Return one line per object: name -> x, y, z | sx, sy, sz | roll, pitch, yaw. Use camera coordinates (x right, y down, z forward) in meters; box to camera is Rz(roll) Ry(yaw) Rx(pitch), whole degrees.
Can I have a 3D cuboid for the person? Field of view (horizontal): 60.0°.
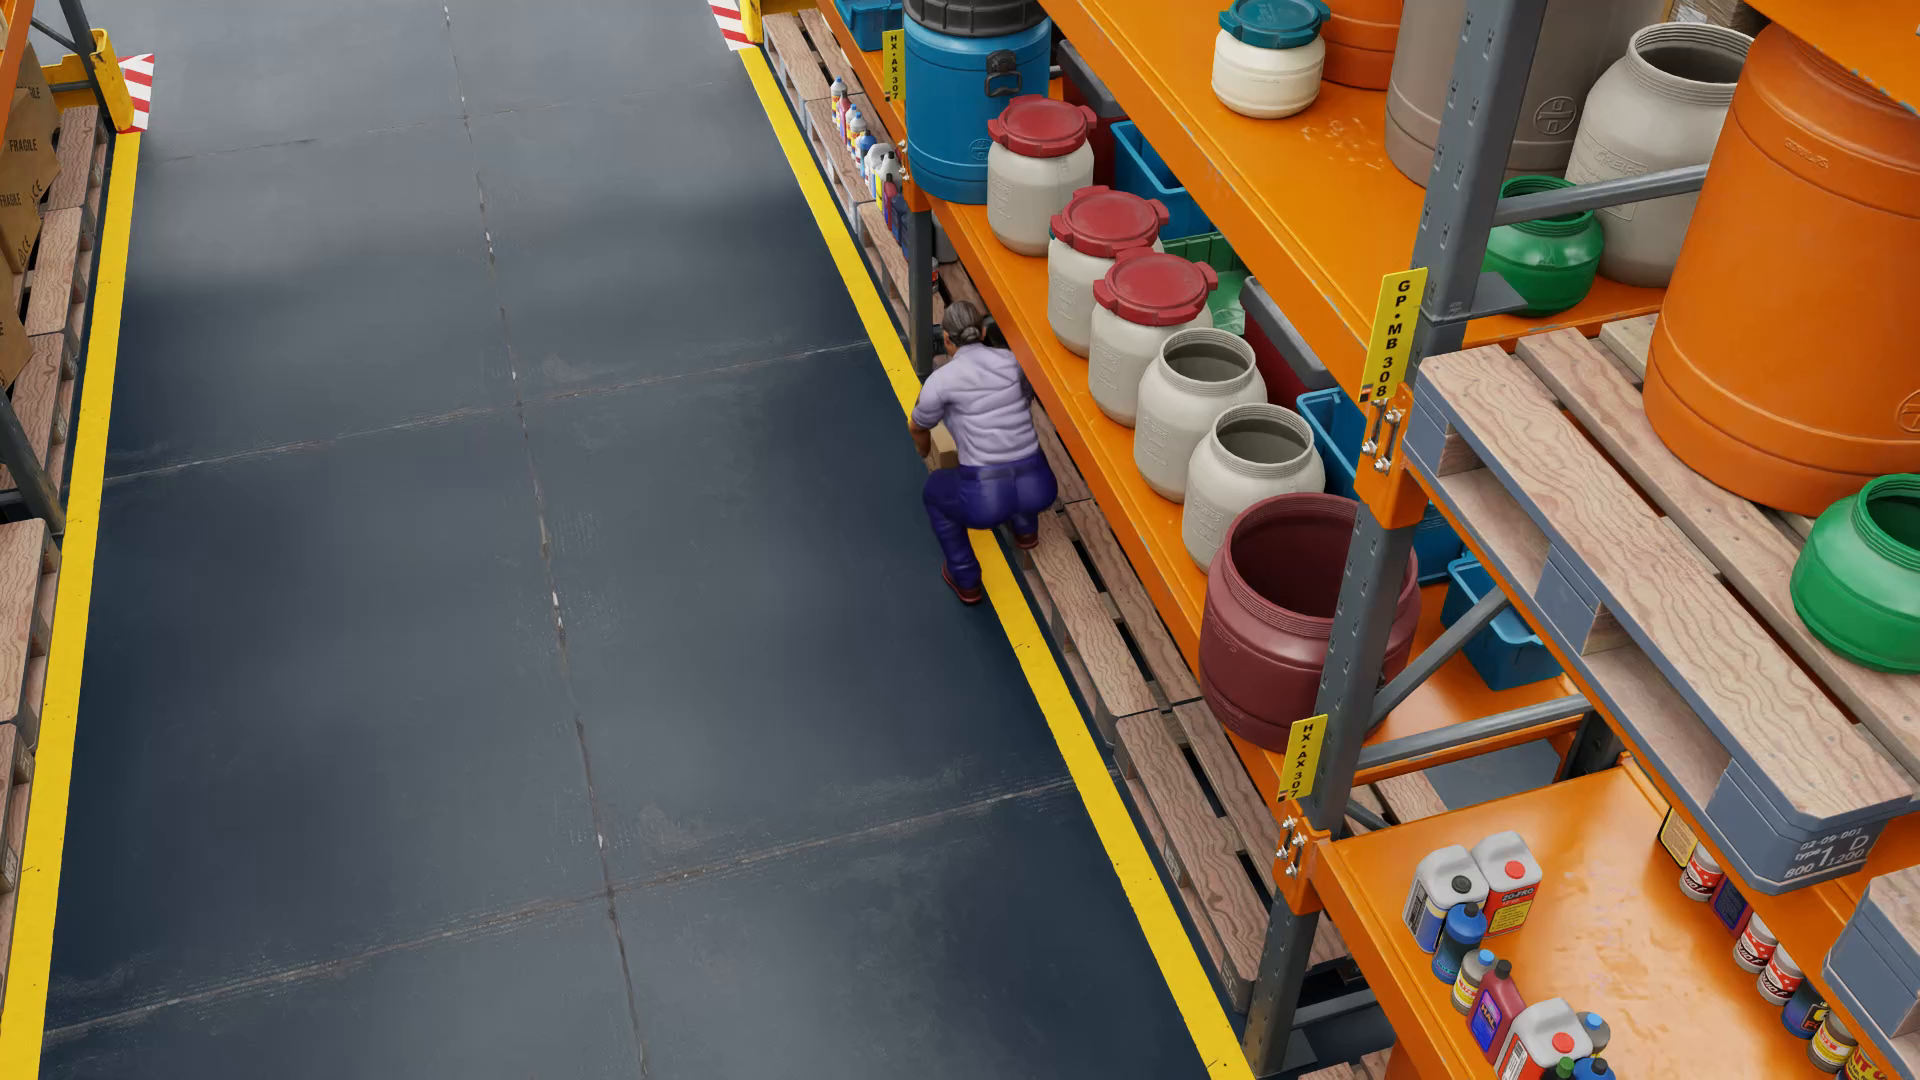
person -> 0.092, -0.325, 6.832 | 0.542, 1.239, 0.738 | -12, 44, -12
